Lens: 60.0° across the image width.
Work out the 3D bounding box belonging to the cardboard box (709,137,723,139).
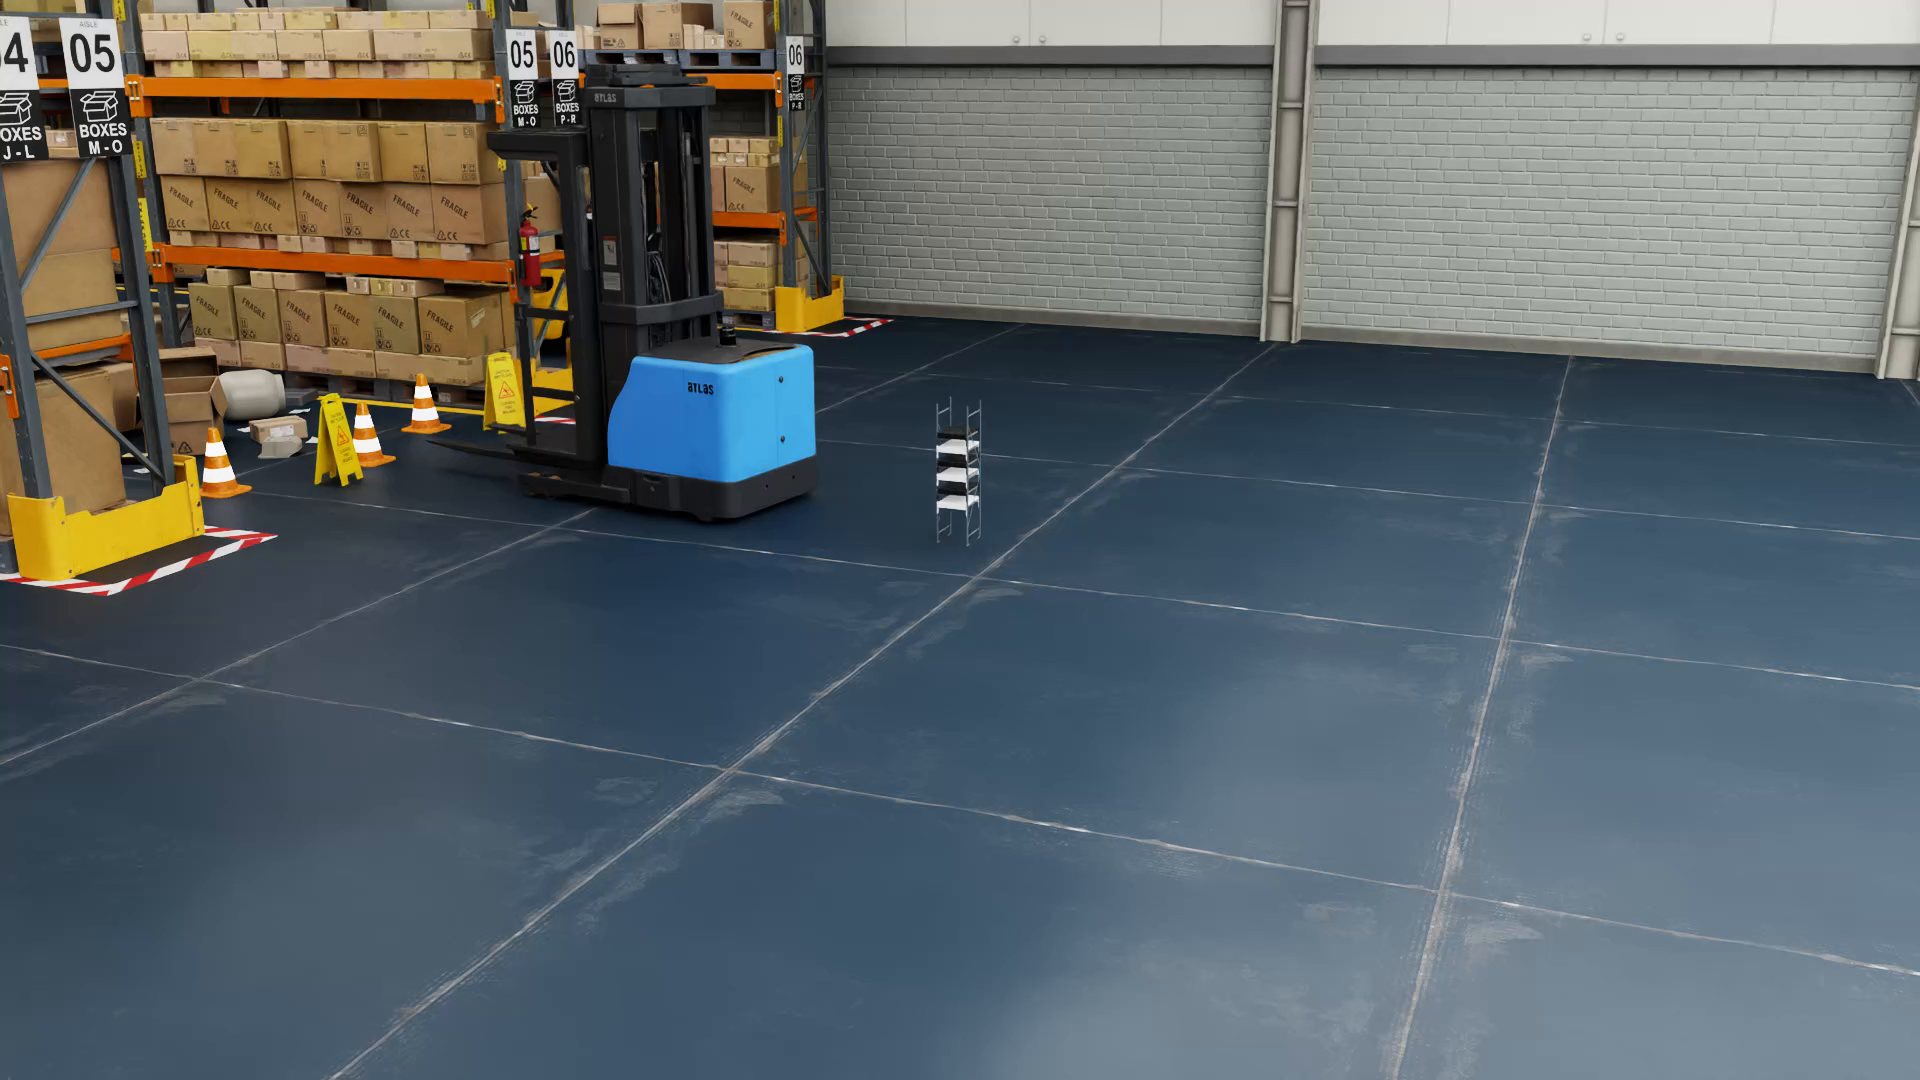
[{"bbox_3d":[-2.862,-4.509,18.949,0.250,0.149,0.380,6,17,21],"label":"cardboard box"}]

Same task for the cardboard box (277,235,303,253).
[{"bbox_3d":[-5.930,-2.695,15.028,0.250,0.149,0.380,6,17,21],"label":"cardboard box"}]

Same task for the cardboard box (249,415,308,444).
[{"bbox_3d":[-5.531,-0.896,13.495,0.380,0.149,0.250,-12,20,-37],"label":"cardboard box"}]

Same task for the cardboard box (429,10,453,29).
[{"bbox_3d":[-4.220,-4.353,13.926,0.250,0.149,0.380,7,17,22],"label":"cardboard box"}]

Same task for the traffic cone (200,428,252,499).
[{"bbox_3d":[-5.266,-0.566,11.792,0.334,0.463,0.336,6,17,21],"label":"traffic cone"}]

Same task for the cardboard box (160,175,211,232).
[{"bbox_3d":[-6.985,-3.138,15.390,0.500,0.500,0.500,6,17,20],"label":"cardboard box"}]

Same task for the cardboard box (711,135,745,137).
[{"bbox_3d":[-2.694,-4.623,19.342,0.250,0.149,0.380,6,17,21],"label":"cardboard box"}]

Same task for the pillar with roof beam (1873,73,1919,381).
[{"bbox_3d":[7.513,-4.785,11.016,0.400,9.000,9.100,6,17,21],"label":"pillar with roof beam"}]

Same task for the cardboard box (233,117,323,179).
[{"bbox_3d":[-6.038,-3.518,14.905,0.500,0.500,0.700,6,17,19],"label":"cardboard box"}]

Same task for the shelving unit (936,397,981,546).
[{"bbox_3d":[-0.008,-0.433,10.551,0.210,0.900,0.258,6,17,21],"label":"shelving unit"}]

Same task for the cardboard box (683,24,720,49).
[{"bbox_3d":[-2.872,-5.601,18.514,0.258,0.266,0.396,6,17,21],"label":"cardboard box"}]

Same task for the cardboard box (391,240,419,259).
[{"bbox_3d":[-4.755,-2.565,14.579,0.250,0.149,0.380,7,17,22],"label":"cardboard box"}]

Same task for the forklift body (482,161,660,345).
[{"bbox_3d":[-4.187,-3.256,18.033,1.214,2.155,2.313,6,17,21],"label":"forklift body"}]

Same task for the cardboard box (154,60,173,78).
[{"bbox_3d":[-7.090,-4.288,15.134,0.250,0.149,0.380,6,17,20],"label":"cardboard box"}]

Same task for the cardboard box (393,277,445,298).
[{"bbox_3d":[-4.778,-2.243,14.689,0.250,0.149,0.380,7,18,22],"label":"cardboard box"}]

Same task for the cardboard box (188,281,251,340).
[{"bbox_3d":[-6.842,-2.175,15.621,0.500,0.500,0.500,7,18,23],"label":"cardboard box"}]

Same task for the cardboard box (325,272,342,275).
[{"bbox_3d":[-8.010,-3.691,21.512,0.625,0.625,0.875,7,18,22],"label":"cardboard box"}]

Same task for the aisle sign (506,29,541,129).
[{"bbox_3d":[-3.620,-3.822,13.797,0.004,0.787,0.394,6,17,21],"label":"aisle sign"}]

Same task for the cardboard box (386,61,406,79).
[{"bbox_3d":[-4.695,-4.035,14.264,0.250,0.149,0.380,6,17,21],"label":"cardboard box"}]

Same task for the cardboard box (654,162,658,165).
[{"bbox_3d":[-3.381,-4.390,19.073,0.250,0.149,0.380,6,17,21],"label":"cardboard box"}]

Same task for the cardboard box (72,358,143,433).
[{"bbox_3d":[-7.007,-1.138,13.449,0.503,0.637,0.797,6,17,21],"label":"cardboard box"}]

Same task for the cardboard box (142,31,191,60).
[{"bbox_3d":[-6.983,-4.460,15.011,0.500,0.250,0.500,6,17,19],"label":"cardboard box"}]

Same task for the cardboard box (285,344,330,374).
[{"bbox_3d":[-5.847,-1.710,15.363,0.500,0.250,0.500,6,17,20],"label":"cardboard box"}]

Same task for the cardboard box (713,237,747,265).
[{"bbox_3d":[-2.773,-3.321,19.120,0.500,0.250,0.500,7,17,22],"label":"cardboard box"}]

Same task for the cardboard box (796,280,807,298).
[{"bbox_3d":[-2.139,-2.925,19.548,0.500,0.250,0.500,6,17,21],"label":"cardboard box"}]

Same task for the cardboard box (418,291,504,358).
[{"bbox_3d":[-4.412,-1.911,14.710,0.500,0.500,0.500,6,17,21],"label":"cardboard box"}]

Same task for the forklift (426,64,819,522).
[{"bbox_3d":[-2.526,-1.808,11.643,3.031,2.935,1.130,9,19,29],"label":"forklift"}]

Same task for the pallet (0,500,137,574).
[{"bbox_3d":[-6.066,-0.084,10.583,1.213,0.211,1.003,6,17,21],"label":"pallet"}]

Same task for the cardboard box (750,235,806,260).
[{"bbox_3d":[-2.131,-3.403,19.400,0.500,0.250,0.500,6,17,20],"label":"cardboard box"}]

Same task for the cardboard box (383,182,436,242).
[{"bbox_3d":[-4.641,-2.883,14.510,0.500,0.500,0.500,6,17,21],"label":"cardboard box"}]

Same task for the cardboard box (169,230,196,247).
[{"bbox_3d":[-7.117,-2.829,15.487,0.250,0.149,0.380,6,17,20],"label":"cardboard box"}]

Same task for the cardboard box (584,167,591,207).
[{"bbox_3d":[-4.195,-4.187,19.536,0.500,0.500,0.500,6,17,20],"label":"cardboard box"}]

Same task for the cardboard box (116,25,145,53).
[{"bbox_3d":[-7.889,-4.657,15.470,0.500,0.250,0.500,6,17,20],"label":"cardboard box"}]

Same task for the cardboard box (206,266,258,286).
[{"bbox_3d":[-6.748,-2.459,15.433,0.250,0.149,0.380,7,17,21],"label":"cardboard box"}]

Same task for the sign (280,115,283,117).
[{"bbox_3d":[-8.995,-5.462,22.030,0.005,0.325,0.100,6,17,21],"label":"sign"}]

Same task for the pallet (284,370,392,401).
[{"bbox_3d":[-5.516,-1.541,15.605,1.213,0.211,1.003,6,17,21],"label":"pallet"}]

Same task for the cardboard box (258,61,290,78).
[{"bbox_3d":[-5.925,-4.134,14.605,0.250,0.149,0.380,6,17,20],"label":"cardboard box"}]

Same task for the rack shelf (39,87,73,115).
[{"bbox_3d":[-7.154,-2.661,10.369,4.000,0.370,1.077,6,17,21],"label":"rack shelf"}]

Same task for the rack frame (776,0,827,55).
[{"bbox_3d":[-1.753,-6.824,18.039,0.127,3.000,1.000,6,17,21],"label":"rack frame"}]

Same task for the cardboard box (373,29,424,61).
[{"bbox_3d":[-4.609,-4.204,14.131,0.500,0.250,0.500,6,17,20],"label":"cardboard box"}]

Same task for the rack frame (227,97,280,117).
[{"bbox_3d":[-9.195,-4.761,21.695,0.127,3.000,1.000,6,17,21],"label":"rack frame"}]

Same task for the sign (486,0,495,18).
[{"bbox_3d":[-3.794,-4.379,13.410,0.005,0.325,0.100,6,17,21],"label":"sign"}]

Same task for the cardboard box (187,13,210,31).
[{"bbox_3d":[-6.624,-4.602,14.786,0.250,0.149,0.380,6,17,19],"label":"cardboard box"}]

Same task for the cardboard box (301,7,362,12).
[{"bbox_3d":[-7.664,-6.258,20.359,0.500,0.500,0.500,7,17,22],"label":"cardboard box"}]

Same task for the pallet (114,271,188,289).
[{"bbox_3d":[-11.007,-3.634,22.812,1.213,0.211,1.003,6,17,21],"label":"pallet"}]

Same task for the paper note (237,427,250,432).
[{"bbox_3d":[-5.916,-0.930,13.844,0.142,0.019,0.148,14,21,40],"label":"paper note"}]

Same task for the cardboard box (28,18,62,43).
[{"bbox_3d":[-5.495,-3.049,9.934,0.250,0.149,0.380,6,17,21],"label":"cardboard box"}]

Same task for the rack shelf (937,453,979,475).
[{"bbox_3d":[-0.008,-0.487,10.535,0.200,0.077,0.258,6,17,21],"label":"rack shelf"}]

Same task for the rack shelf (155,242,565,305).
[{"bbox_3d":[-5.432,-2.514,15.245,4.000,0.370,1.077,6,17,21],"label":"rack shelf"}]

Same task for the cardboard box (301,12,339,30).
[{"bbox_3d":[-5.433,-4.464,14.312,0.250,0.149,0.380,7,18,22],"label":"cardboard box"}]

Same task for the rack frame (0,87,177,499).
[{"bbox_3d":[-5.293,-1.361,9.982,0.127,3.000,1.000,6,17,21],"label":"rack frame"}]

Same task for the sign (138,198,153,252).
[{"bbox_3d":[-5.084,-1.958,10.344,0.005,0.325,0.100,6,17,21],"label":"sign"}]
